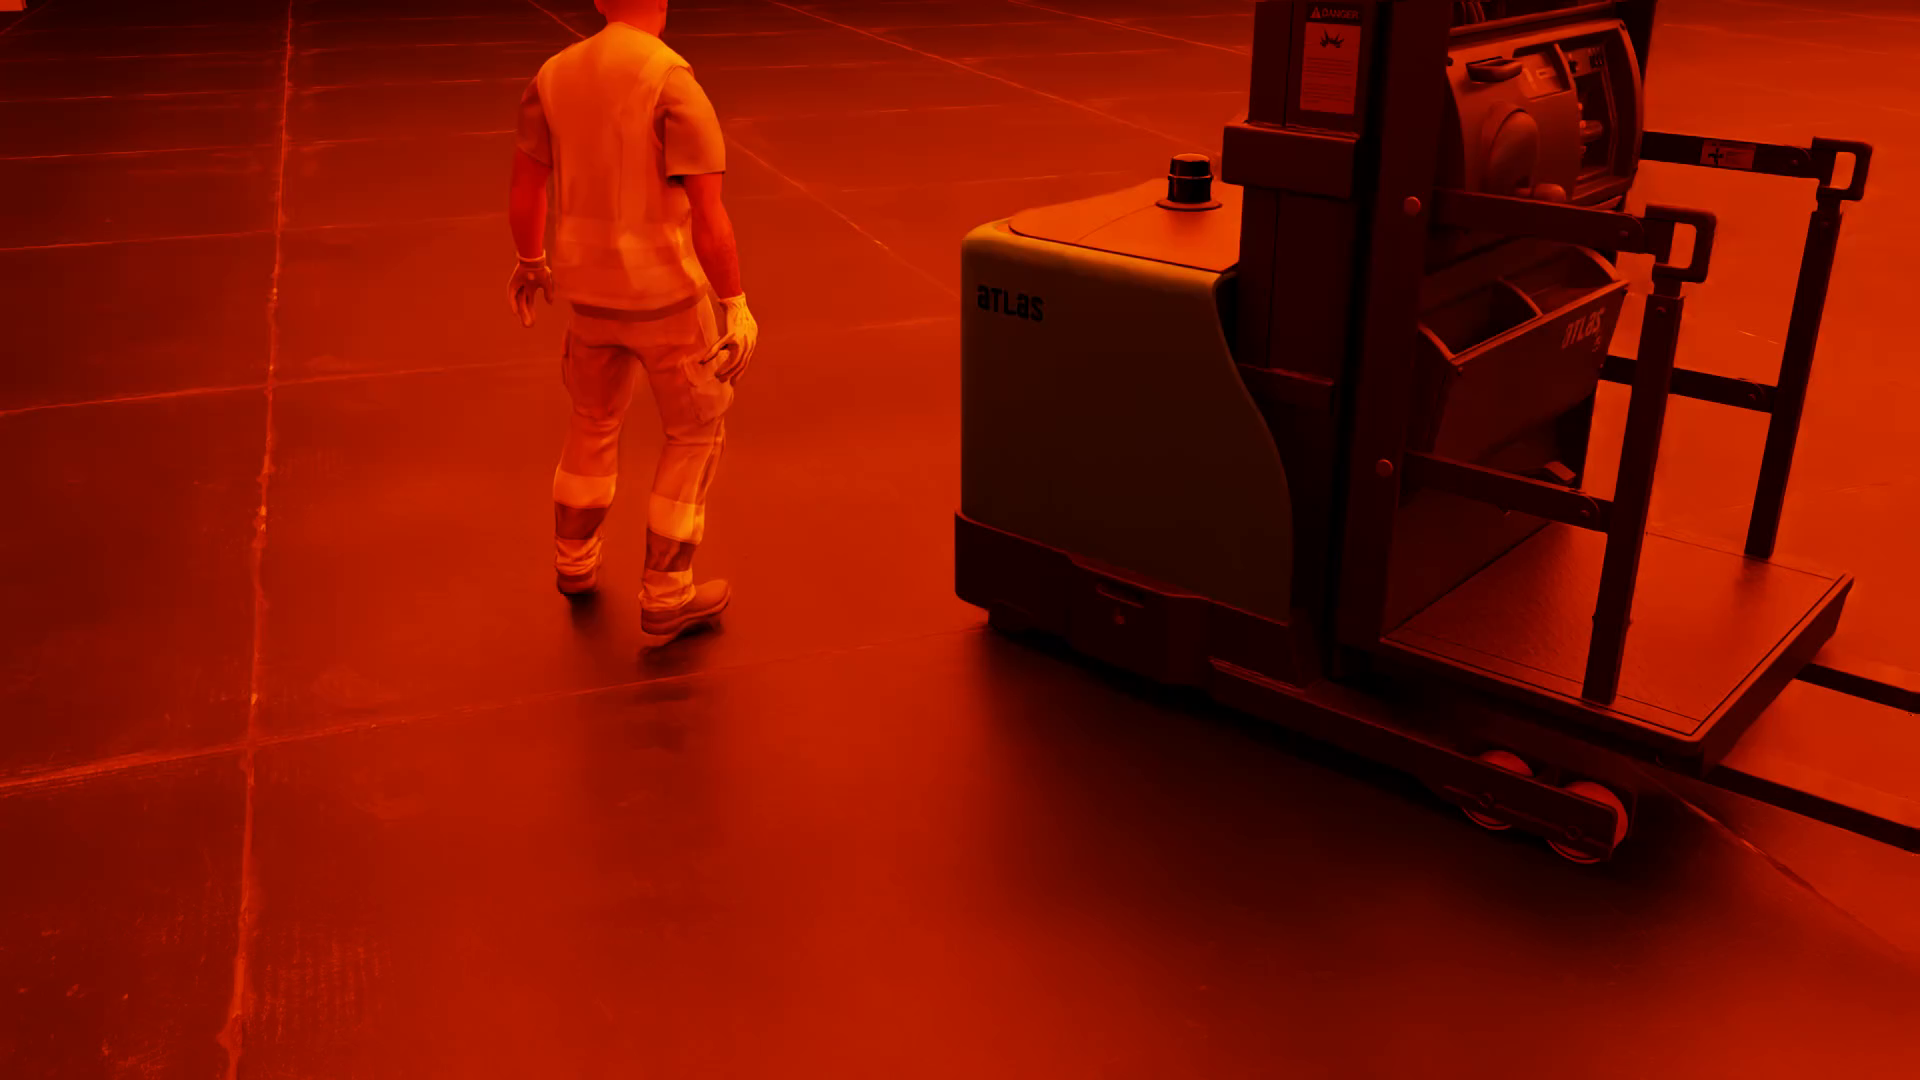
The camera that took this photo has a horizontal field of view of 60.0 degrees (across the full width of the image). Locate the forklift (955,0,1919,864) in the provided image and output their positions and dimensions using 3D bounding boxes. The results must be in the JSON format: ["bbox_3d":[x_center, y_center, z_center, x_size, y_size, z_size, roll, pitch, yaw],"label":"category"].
[{"bbox_3d":[1.425,-0.907,3.455,3.031,2.935,1.130,19,29,38],"label":"forklift"}]

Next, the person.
[{"bbox_3d":[-0.821,-0.643,4.250,0.849,1.749,0.429,12,26,26],"label":"person"}]
